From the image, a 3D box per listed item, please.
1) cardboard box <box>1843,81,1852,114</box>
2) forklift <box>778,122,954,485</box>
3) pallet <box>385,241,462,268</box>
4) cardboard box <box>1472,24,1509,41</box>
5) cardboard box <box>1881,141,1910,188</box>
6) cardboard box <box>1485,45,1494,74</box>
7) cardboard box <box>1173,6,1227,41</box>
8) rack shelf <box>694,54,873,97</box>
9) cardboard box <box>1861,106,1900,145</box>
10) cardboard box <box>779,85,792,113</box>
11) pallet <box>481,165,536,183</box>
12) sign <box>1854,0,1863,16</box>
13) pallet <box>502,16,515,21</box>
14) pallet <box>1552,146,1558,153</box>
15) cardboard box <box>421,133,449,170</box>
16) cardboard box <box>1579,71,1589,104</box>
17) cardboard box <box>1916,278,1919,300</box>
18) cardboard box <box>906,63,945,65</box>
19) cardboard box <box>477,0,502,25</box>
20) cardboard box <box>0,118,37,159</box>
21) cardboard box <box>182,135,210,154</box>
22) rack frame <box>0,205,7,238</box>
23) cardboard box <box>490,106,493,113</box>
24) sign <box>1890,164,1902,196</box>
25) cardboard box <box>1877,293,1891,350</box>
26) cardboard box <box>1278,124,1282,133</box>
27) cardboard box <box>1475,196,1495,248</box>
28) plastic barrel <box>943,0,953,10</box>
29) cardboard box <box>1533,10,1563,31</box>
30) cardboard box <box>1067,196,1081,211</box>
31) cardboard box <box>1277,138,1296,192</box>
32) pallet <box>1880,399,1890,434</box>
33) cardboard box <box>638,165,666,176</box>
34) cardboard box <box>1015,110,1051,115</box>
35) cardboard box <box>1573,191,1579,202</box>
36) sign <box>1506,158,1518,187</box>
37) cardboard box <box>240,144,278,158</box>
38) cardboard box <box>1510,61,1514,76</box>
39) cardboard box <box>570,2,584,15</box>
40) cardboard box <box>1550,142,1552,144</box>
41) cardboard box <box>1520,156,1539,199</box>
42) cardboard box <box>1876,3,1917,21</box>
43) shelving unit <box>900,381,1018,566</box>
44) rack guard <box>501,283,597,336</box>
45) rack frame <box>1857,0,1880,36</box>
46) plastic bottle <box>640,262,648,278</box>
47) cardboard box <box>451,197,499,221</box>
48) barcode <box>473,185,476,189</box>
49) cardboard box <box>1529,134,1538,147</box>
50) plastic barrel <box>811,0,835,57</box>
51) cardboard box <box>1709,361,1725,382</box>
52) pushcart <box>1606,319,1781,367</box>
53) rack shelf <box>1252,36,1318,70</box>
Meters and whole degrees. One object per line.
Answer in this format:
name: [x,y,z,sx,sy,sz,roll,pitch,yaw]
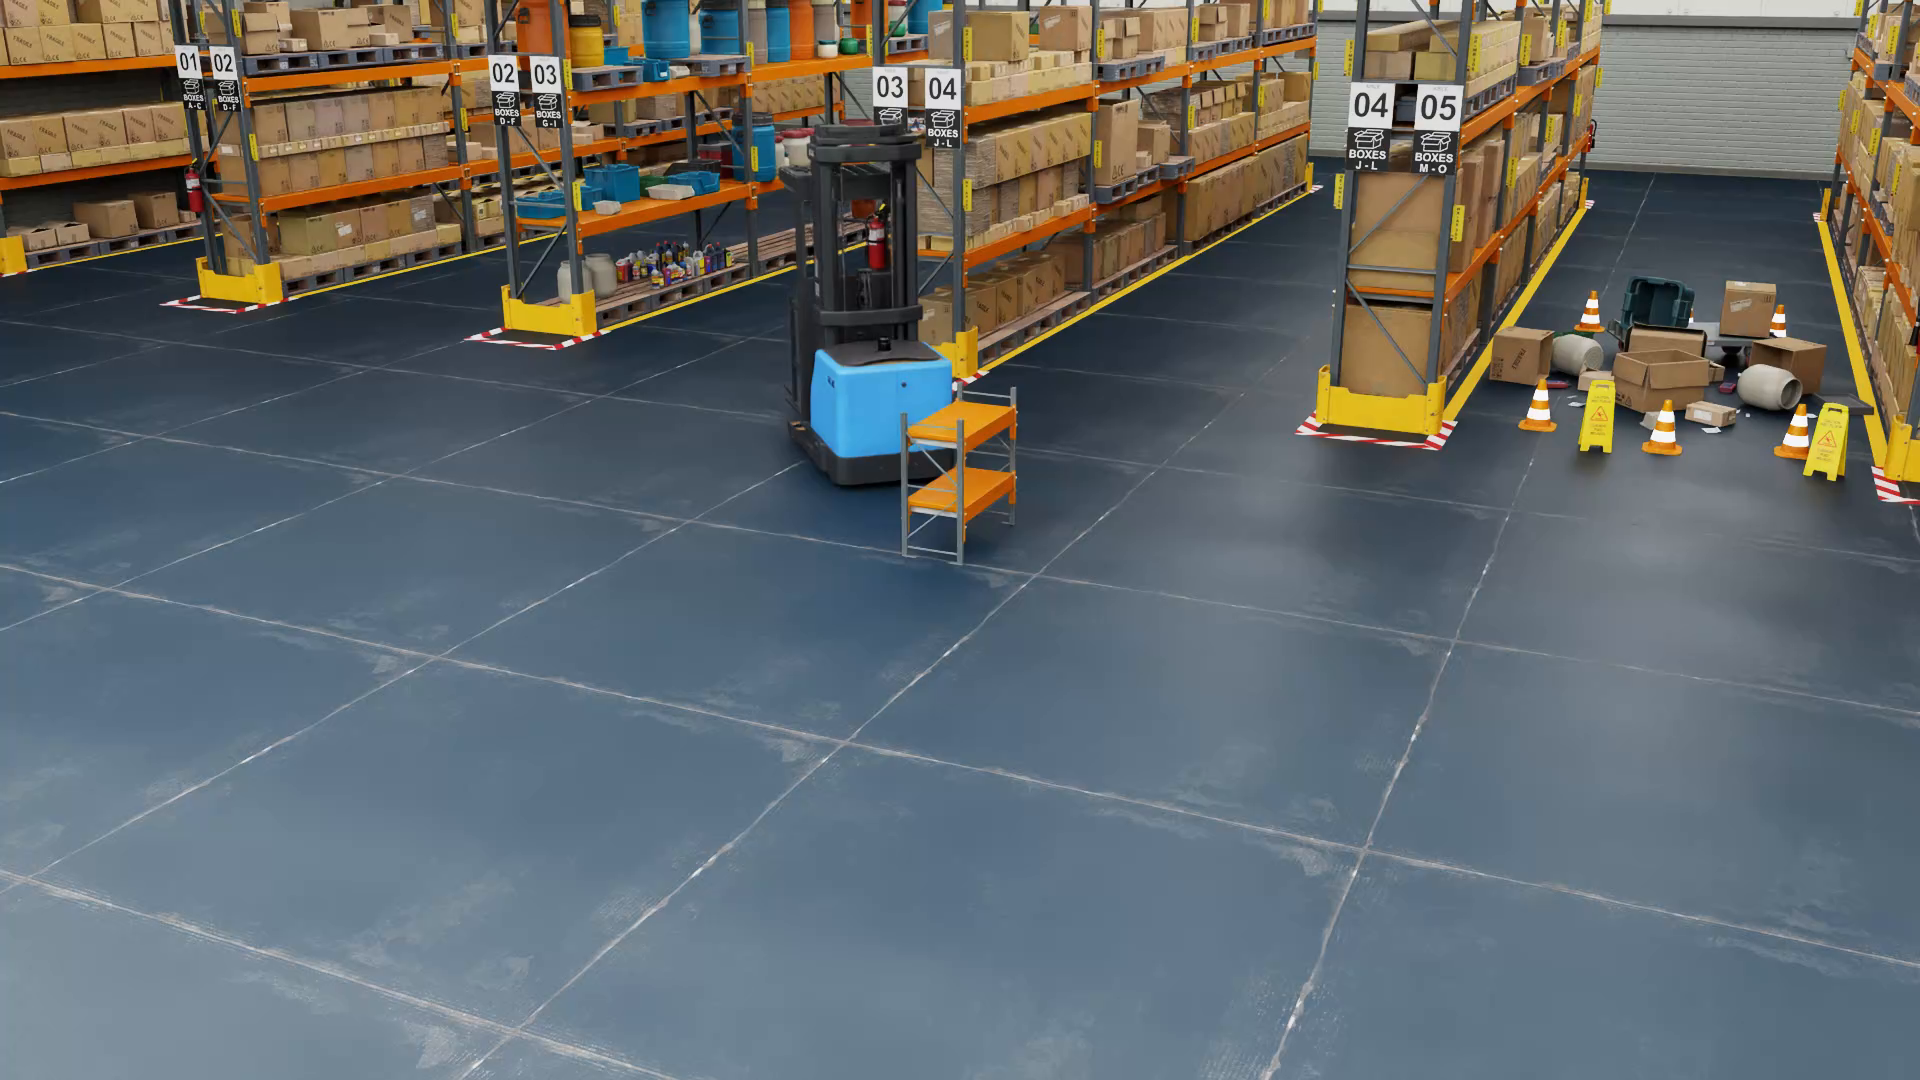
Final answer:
cardboard box: [14.714,-7.193,27.078,0.500,0.500,0.500,8,21,21]
forklift: [-0.987,-2.303,15.069,1.130,2.935,3.031,-6,20,-17]
pallet: [-8.185,-4.284,24.699,1.003,0.211,1.213,9,21,23]
cardboard box: [5.426,-5.213,17.083,0.380,0.149,0.250,9,21,23]
cardboard box: [11.292,-4.456,19.803,0.500,0.500,0.500,10,22,25]
cardboard box: [4.905,-4.690,16.207,0.500,0.250,0.500,8,21,22]
cardboard box: [3.670,-7.984,25.686,0.797,0.503,0.637,8,21,22]
rack shelf: [-2.485,-6.840,24.322,1.077,0.370,4.000,9,21,23]
cardboard box: [12.699,-5.671,22.797,0.500,0.500,0.500,8,21,21]
cardboard box: [-3.674,-8.755,32.962,0.500,0.500,0.500,8,21,22]
pallet: [-9.313,-7.399,33.458,1.003,0.211,1.213,9,21,23]
sign: [14.666,-8.723,27.122,0.100,0.325,0.005,9,21,23]
pallet: [-8.721,-10.579,33.895,1.003,0.211,1.213,9,21,23]
pallet: [8.529,-5.904,25.381,1.003,0.211,1.213,9,21,23]
cardboard box: [-7.997,-5.745,24.498,0.700,0.500,0.500,8,21,21]
cardboard box: [10.026,-7.438,27.322,0.500,0.500,0.500,8,21,21]
cardboard box: [8.589,-2.283,14.318,0.500,0.500,0.500,8,21,22]
cardboard box: [-0.380,-4.973,17.628,0.380,0.149,0.250,8,21,21]
cardboard box: [-7.320,-8.089,25.239,0.500,0.500,0.500,11,22,28]
cardboard box: [-13.510,-5.687,23.559,0.500,0.500,0.500,9,21,23]
cardboard box: [-12.259,-6.266,26.305,0.500,0.250,0.500,9,21,23]
rack frame: [-13.980,-5.291,23.369,1.000,3.000,0.127,9,21,23]
cardboard box: [-9.230,-8.466,32.641,0.380,0.149,0.250,9,21,23]
sign: [9.748,-3.735,17.267,0.100,0.325,0.005,9,21,23]
cardboard box: [9.768,-2.227,17.112,0.500,0.500,0.500,10,22,25]
cardboard box: [5.446,-7.243,29.232,0.380,0.149,0.250,9,21,23]
cardboard box: [5.354,-3.548,18.245,0.875,0.550,0.550,9,21,23]
plastic barrel: [-0.216,-8.992,28.394,0.600,0.588,0.600,0,20,0]
cardboard box: [7.965,-7.050,22.548,0.396,0.266,0.258,9,21,23]
cardboard box: [1.284,-4.175,20.606,0.380,0.149,0.250,9,21,23]
cardboard box: [5.567,-6.855,30.311,0.875,0.875,0.875,9,21,23]
pallet: [9.515,-1.216,16.074,1.003,0.211,1.213,9,21,23]
cardboard box: [-5.527,-6.348,29.415,0.500,0.500,0.500,8,21,21]
cardboard box: [0.799,-5.030,20.551,0.500,0.500,0.500,9,21,23]
cardboard box: [10.575,-6.004,29.002,0.380,0.149,0.250,9,22,24]
sign: [6.206,-4.132,18.702,0.100,0.325,0.005,9,21,23]
cardboard box: [-9.102,-5.055,21.589,0.380,0.149,0.250,8,21,22]
cardboard box: [5.738,-5.071,17.872,0.380,0.149,0.250,9,21,24]
cardboard box: [-8.117,-11.033,34.487,0.500,0.250,0.500,8,21,21]
cardboard box: [8.455,-5.876,24.319,0.380,0.149,0.250,9,21,23]
cardboard box: [7.192,-4.706,21.576,0.500,0.500,0.500,9,21,23]
cardboard box: [14.208,-7.893,25.283,0.500,0.500,0.500,9,21,24]
shelving unit: [0.003,-0.532,12.786,0.538,1.125,1.048,9,21,23]
rack guard: [-4.953,-2.783,20.048,1.175,0.500,0.348,9,21,23]
rack frame: [15.170,-9.609,26.560,1.000,3.000,0.127,9,21,23]
plastic bottle: [-4.212,-3.605,22.149,0.097,0.201,0.097,0,20,0]
cardboard box: [-7.424,-5.093,25.454,0.500,0.311,0.500,9,21,23]
barcode: [-7.337,-5.338,25.142,0.001,0.075,0.075,9,21,23]
cardboard box: [7.705,-5.461,22.710,0.380,0.149,0.250,9,21,23]
plastic barrel: [-2.200,-7.805,25.214,0.600,0.901,0.600,0,20,0]
cardboard box: [7.964,-1.872,17.836,0.258,0.266,0.396,-5,20,-15]
pushcart: [8.156,-2.177,18.526,1.648,0.377,0.936,1,20,4]
rack shelf: [5.310,-8.606,29.287,1.077,0.370,4.000,9,21,23]
